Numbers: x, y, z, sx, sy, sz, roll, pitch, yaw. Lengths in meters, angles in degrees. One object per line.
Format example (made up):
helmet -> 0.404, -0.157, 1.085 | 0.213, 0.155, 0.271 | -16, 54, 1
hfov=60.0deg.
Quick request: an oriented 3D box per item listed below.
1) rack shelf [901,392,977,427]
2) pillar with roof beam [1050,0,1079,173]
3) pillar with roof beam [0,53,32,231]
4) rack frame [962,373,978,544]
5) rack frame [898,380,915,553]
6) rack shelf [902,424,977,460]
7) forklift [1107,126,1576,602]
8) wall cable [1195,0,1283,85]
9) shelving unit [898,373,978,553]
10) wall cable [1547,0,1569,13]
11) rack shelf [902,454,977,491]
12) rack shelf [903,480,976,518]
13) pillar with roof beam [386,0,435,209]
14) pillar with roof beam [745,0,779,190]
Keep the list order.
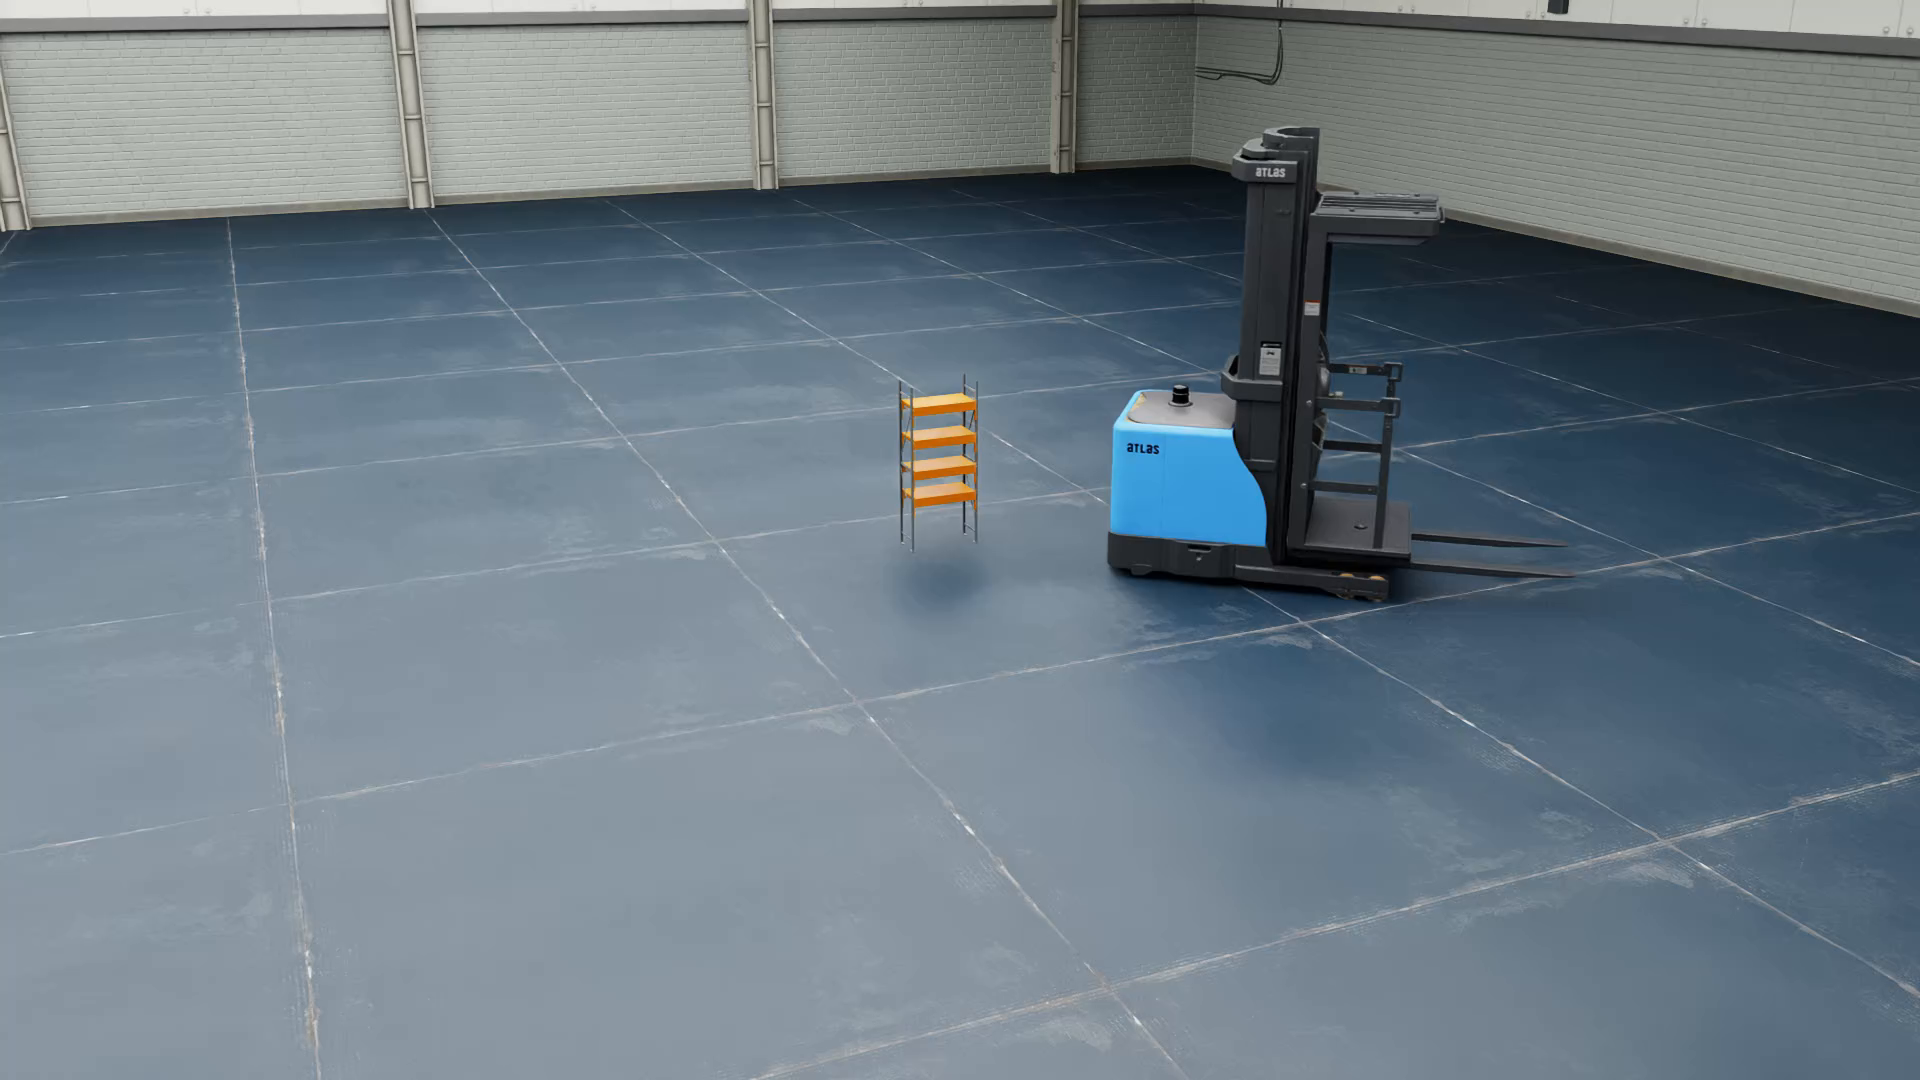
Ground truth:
rack shelf -> -0.152, -0.915, 11.630 | 0.480, 0.148, 0.258 | -8, 21, -22
pillar with roof beam -> 3.696, -10.092, 27.136 | 0.400, 9.000, 9.100 | -8, 21, -22
pillar with roof beam -> -12.832, -7.725, 20.411 | 0.400, 9.000, 9.100 | -8, 21, -22
rack frame -> 0.072, -0.576, 11.852 | 0.015, 1.200, 0.240 | -8, 21, -22
rack frame -> -0.376, -0.512, 11.670 | 0.015, 1.200, 0.240 | -8, 21, -22
rack shelf -> -0.152, -0.692, 11.709 | 0.480, 0.148, 0.258 | -8, 21, -22
forklift -> 2.581, -1.174, 10.944 | 3.031, 2.935, 1.130 | 5, 20, 14
wall cable -> 5.219, -9.925, 31.336 | 0.112, 2.526, 3.097 | -8, 21, -22
shelving unit -> -0.152, -0.544, 11.761 | 0.503, 1.200, 0.258 | -8, 21, -22
wall cable -> 8.965, -10.097, 22.027 | 0.169, 6.003, 2.305 | -8, 21, -22
rack shelf -> -0.152, -0.481, 11.783 | 0.480, 0.148, 0.258 | -8, 21, -22
rack shelf -> -0.152, -0.293, 11.849 | 0.480, 0.148, 0.258 | -8, 21, -22
pillar with roof beam -> -7.323, -8.514, 22.653 | 0.400, 9.000, 9.100 | -8, 21, -22
pillar with roof beam -> -1.813, -9.303, 24.894 | 0.400, 9.000, 9.100 | -8, 21, -22
